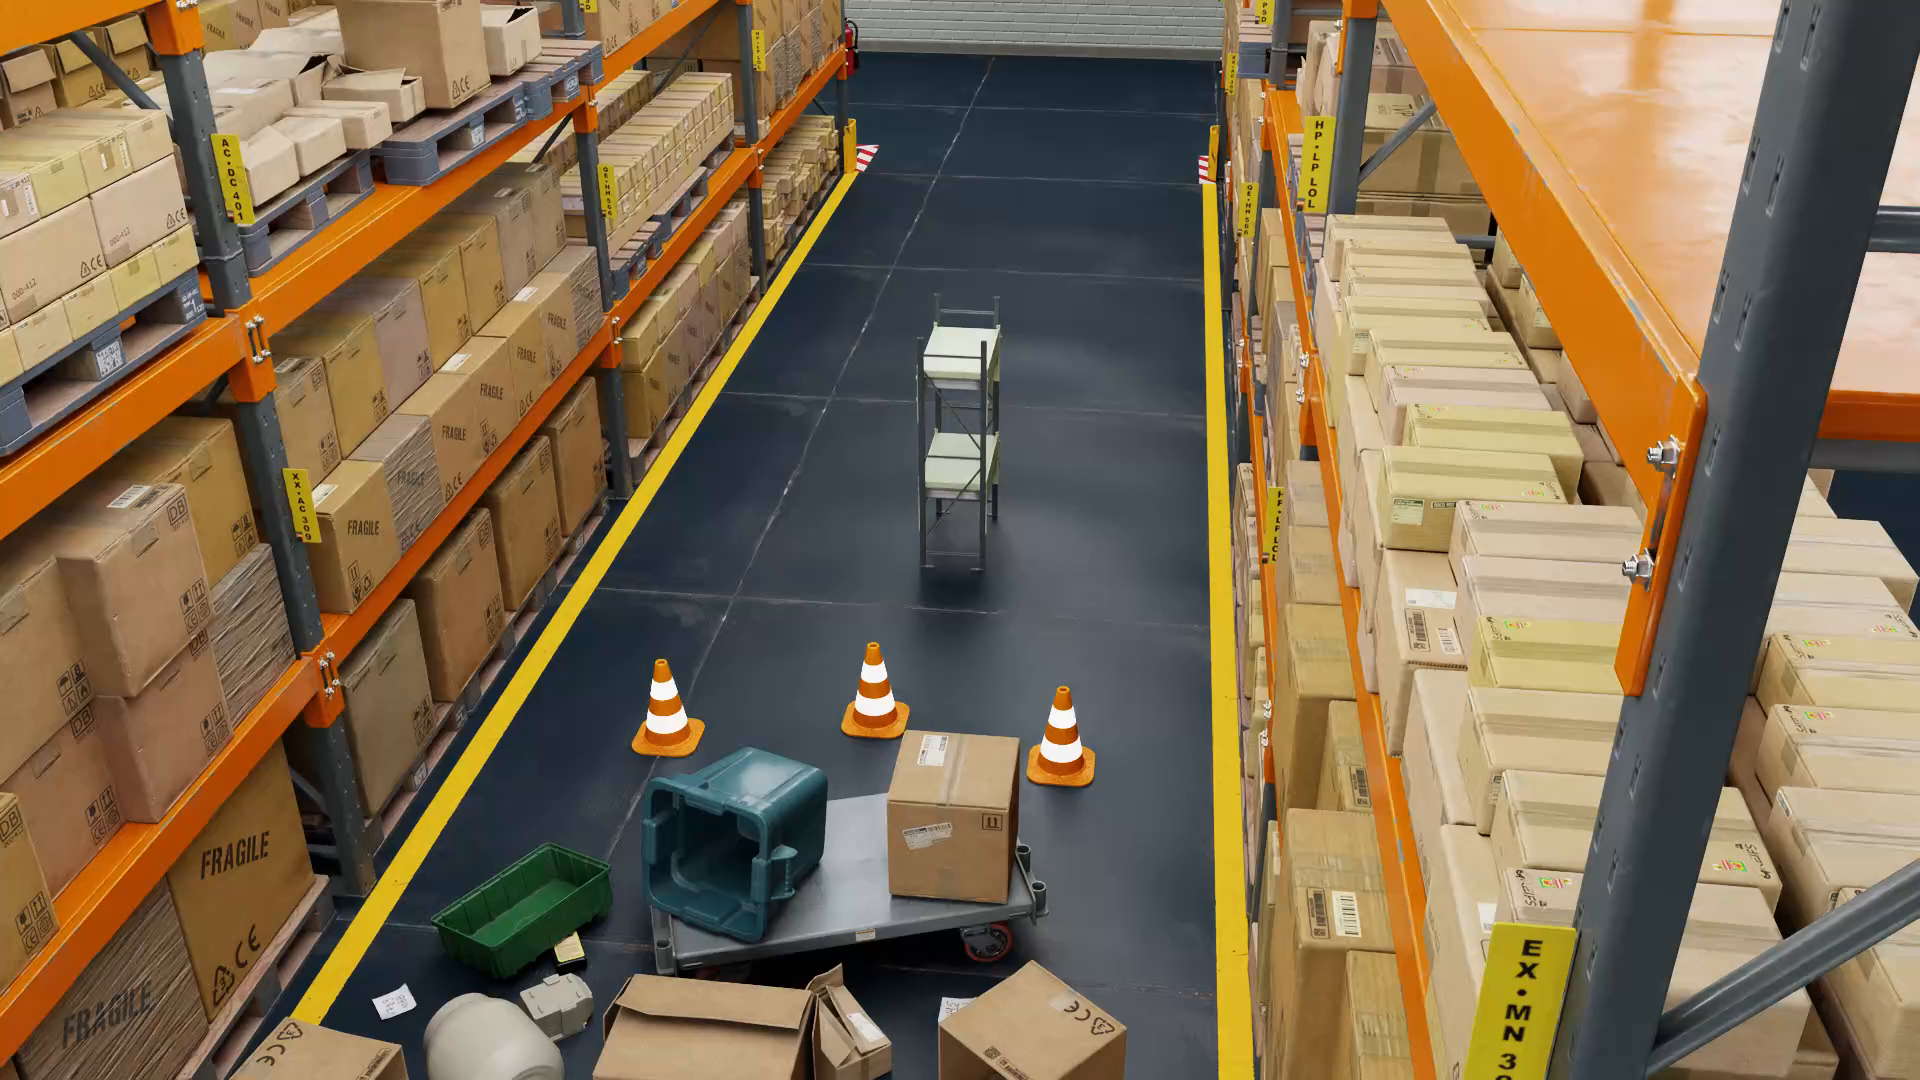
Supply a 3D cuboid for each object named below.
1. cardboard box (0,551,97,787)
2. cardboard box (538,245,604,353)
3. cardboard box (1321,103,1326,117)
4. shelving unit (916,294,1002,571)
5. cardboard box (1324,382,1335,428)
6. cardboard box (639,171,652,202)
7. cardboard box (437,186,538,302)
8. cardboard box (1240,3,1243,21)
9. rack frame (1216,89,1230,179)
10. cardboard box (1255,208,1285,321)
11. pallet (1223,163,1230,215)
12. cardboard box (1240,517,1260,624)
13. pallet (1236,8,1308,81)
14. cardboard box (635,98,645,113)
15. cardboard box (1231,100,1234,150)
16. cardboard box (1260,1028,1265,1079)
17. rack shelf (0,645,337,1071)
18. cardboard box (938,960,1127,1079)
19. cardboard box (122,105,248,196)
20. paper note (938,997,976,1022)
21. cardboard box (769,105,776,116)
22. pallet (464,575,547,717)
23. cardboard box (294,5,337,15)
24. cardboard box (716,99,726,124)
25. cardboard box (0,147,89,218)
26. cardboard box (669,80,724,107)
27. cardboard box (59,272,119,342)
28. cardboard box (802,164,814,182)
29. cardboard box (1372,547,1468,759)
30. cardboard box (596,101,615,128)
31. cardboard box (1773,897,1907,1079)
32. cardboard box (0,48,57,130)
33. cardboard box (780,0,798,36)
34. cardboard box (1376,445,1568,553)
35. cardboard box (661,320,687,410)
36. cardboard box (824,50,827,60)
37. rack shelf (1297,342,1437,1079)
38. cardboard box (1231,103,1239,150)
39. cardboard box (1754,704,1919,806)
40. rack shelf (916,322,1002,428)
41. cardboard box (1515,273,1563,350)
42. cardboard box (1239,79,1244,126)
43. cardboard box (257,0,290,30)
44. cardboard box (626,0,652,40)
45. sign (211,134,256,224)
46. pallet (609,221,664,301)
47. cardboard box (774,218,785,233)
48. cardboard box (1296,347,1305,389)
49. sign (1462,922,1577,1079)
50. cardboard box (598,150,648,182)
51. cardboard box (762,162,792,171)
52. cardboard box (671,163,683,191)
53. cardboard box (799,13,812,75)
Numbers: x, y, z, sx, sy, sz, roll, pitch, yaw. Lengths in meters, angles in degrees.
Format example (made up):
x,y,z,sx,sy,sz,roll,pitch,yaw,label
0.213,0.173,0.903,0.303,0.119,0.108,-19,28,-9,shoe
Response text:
x,y,z,sx,sy,sz,roll,pitch,yaw,label
-3.409,0.391,5.356,0.875,0.550,0.550,3,28,6,cardboard box
-2.474,-1.450,9.965,0.500,0.500,0.500,3,28,6,cardboard box
1.808,-1.711,7.109,0.500,0.250,0.500,4,29,7,cardboard box
-0.001,-0.657,10.181,0.431,1.500,0.755,3,28,6,shelving unit
1.378,-0.468,5.351,0.380,0.149,0.250,3,28,6,cardboard box
-2.336,-2.427,11.393,0.380,0.149,0.250,3,29,6,cardboard box
-2.811,-1.669,9.318,0.700,0.500,0.500,3,28,5,cardboard box
2.452,-4.210,13.350,0.380,0.149,0.250,3,28,5,cardboard box
3.220,-5.159,16.956,1.000,3.000,0.127,3,28,6,rack frame
1.955,-1.555,9.404,0.500,0.500,0.500,3,28,5,cardboard box
3.200,-3.551,16.910,1.003,0.211,1.213,3,28,6,pallet
2.078,0.192,9.351,0.950,0.372,0.625,3,28,5,cardboard box
2.266,-2.937,9.868,1.213,0.211,1.003,5,29,9,pallet
-2.730,-3.441,13.275,0.380,0.149,0.250,3,28,5,cardboard box
2.533,-3.554,13.870,0.500,0.500,0.500,4,29,7,cardboard box
1.355,2.029,6.070,0.500,0.250,0.500,5,29,9,cardboard box
-3.420,1.507,5.340,1.077,0.370,4.000,3,28,6,rack shelf
0.268,2.014,6.274,0.500,0.500,0.500,-24,36,-37,cardboard box
-3.248,-1.576,6.752,0.500,0.250,0.500,4,29,7,cardboard box
-0.008,1.947,6.896,0.148,0.019,0.142,3,28,6,paper note
-1.858,-3.902,14.888,0.380,0.149,0.250,2,28,4,cardboard box
-3.009,0.533,9.329,1.003,0.211,1.213,3,28,6,pallet
-6.474,-5.318,17.095,0.500,0.250,0.500,3,28,5,cardboard box
-2.079,-3.399,13.197,0.380,0.149,0.250,4,29,7,cardboard box
-2.966,-1.113,5.158,0.380,0.149,0.250,3,28,6,cardboard box
-2.083,-3.526,13.119,0.380,0.149,0.250,3,28,5,cardboard box
-2.964,-0.759,5.343,0.380,0.149,0.250,4,29,7,cardboard box
-1.649,-3.586,16.286,0.380,0.149,0.250,5,29,9,cardboard box
1.177,0.249,3.599,0.500,0.250,0.500,4,29,8,cardboard box
-2.826,-3.204,12.521,0.380,0.149,0.250,3,28,6,cardboard box
1.586,0.766,2.640,0.500,0.250,0.500,3,28,5,cardboard box
-7.332,-3.421,12.566,0.797,0.503,0.637,4,29,8,cardboard box
-1.757,-4.810,14.835,0.500,0.500,0.500,4,29,7,cardboard box
1.163,-0.089,3.806,0.380,0.149,0.250,4,29,7,cardboard box
-2.287,-1.273,11.935,0.500,0.500,0.500,4,29,7,cardboard box
-1.548,-4.885,16.712,0.380,0.149,0.250,3,28,6,cardboard box
1.505,0.427,4.183,1.077,0.370,4.000,3,28,6,rack shelf
2.396,-3.240,13.024,0.500,0.250,0.500,3,28,5,cardboard box
1.612,0.422,2.857,0.380,0.149,0.250,3,28,6,cardboard box
-0.001,-1.001,9.995,0.431,0.370,0.720,3,28,6,rack shelf
1.851,-0.666,4.876,0.380,0.149,0.250,4,29,7,cardboard box
2.356,-3.329,12.399,0.500,0.500,0.500,3,28,6,cardboard box
-6.666,-4.934,15.593,0.500,0.500,0.500,2,28,5,cardboard box
-2.297,-3.487,10.584,0.500,0.500,0.500,3,28,6,cardboard box
-2.624,-1.302,6.005,0.100,0.325,0.005,3,28,6,sign
-2.704,-1.891,11.091,1.213,0.211,1.003,3,28,6,pallet
-1.820,-2.844,15.222,0.380,0.149,0.250,3,28,6,cardboard box
1.654,-0.712,7.155,0.380,0.149,0.250,3,28,5,cardboard box
0.711,0.620,2.132,0.100,0.325,0.005,3,28,6,sign
-2.339,-2.543,11.294,0.380,0.149,0.250,2,28,4,cardboard box
-1.800,-3.479,15.772,0.380,0.149,0.250,2,28,4,cardboard box
-2.236,-2.653,12.127,0.380,0.149,0.250,2,28,5,cardboard box
-1.697,-4.632,15.559,0.500,0.500,0.500,5,29,9,cardboard box
